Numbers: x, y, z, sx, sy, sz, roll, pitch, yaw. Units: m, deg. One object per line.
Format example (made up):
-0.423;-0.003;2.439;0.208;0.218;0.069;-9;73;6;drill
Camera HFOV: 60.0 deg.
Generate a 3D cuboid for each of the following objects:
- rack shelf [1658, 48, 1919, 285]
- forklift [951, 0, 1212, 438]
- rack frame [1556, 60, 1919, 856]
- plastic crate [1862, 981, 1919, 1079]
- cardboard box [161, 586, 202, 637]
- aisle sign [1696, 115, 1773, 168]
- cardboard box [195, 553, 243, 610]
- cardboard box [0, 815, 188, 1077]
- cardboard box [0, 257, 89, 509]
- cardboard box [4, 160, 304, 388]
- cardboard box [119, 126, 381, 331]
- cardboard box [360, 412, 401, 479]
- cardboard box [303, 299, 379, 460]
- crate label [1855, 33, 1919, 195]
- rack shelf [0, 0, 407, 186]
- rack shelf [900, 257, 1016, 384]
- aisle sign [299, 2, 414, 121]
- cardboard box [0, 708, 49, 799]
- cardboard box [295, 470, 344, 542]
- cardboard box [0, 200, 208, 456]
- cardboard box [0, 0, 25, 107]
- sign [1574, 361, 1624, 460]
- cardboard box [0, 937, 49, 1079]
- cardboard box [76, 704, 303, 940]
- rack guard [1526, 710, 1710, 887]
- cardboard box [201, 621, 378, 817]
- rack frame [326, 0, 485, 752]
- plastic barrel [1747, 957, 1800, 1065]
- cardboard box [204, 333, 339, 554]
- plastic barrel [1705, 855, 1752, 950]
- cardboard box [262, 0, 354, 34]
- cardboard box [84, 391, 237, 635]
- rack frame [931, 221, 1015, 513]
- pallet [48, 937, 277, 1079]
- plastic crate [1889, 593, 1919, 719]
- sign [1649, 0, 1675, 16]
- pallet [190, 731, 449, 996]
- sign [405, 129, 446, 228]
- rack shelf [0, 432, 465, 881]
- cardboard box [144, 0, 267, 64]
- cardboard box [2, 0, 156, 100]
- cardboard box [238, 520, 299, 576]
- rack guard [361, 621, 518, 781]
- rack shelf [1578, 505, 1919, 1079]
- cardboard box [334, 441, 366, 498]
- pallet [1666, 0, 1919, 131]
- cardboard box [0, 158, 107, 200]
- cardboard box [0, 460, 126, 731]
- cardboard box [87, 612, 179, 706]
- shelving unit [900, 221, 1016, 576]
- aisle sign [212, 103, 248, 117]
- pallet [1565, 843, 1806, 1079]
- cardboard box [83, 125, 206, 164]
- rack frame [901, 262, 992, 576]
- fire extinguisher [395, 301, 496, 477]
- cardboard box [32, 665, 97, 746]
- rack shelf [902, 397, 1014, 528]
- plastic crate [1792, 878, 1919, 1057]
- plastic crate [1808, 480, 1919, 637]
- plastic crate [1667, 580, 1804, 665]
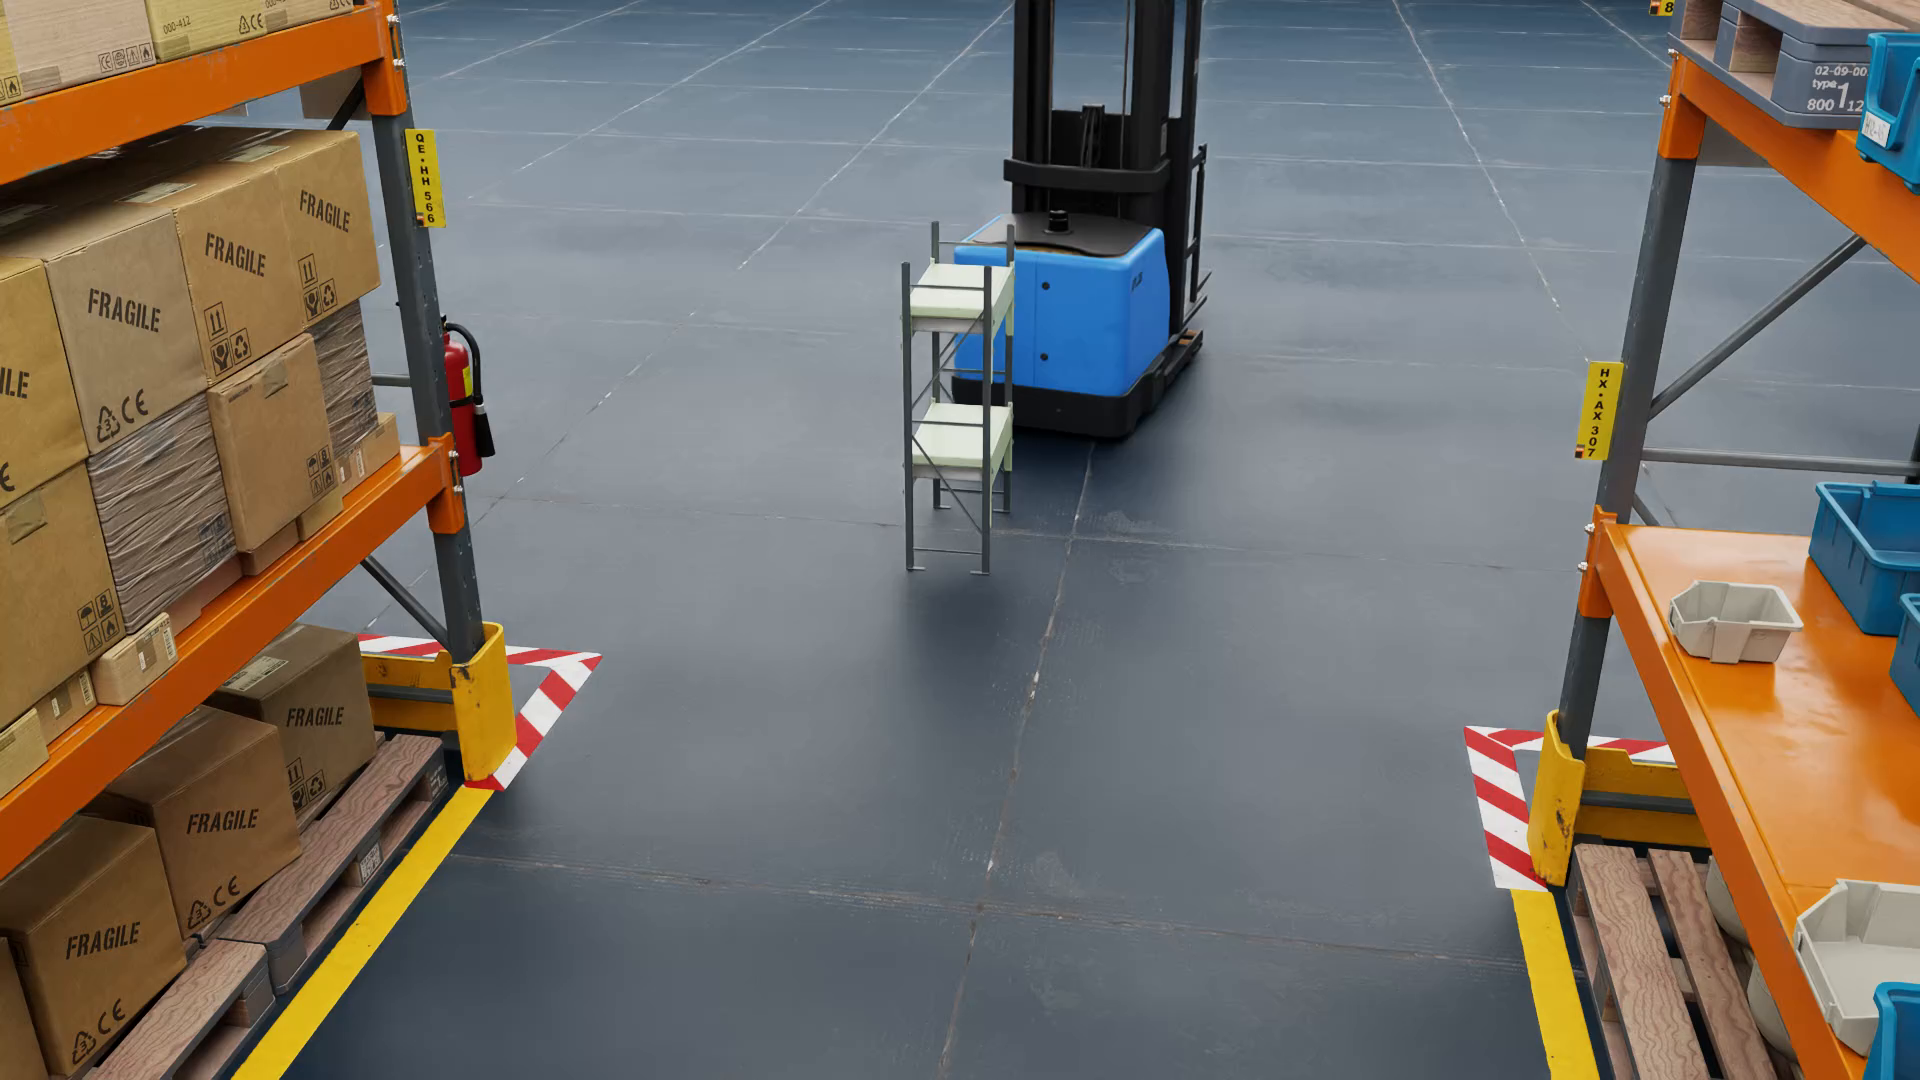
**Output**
2.233;-0.437;2.957;1.077;0.370;4.000;4;25;9;rack shelf
0.940;-2.500;10.134;1.130;2.935;3.031;9;27;18;forklift
2.560;-0.241;5.227;1.000;3.000;0.127;4;25;9;rack frame
1.820;1.017;2.714;0.499;0.251;0.616;4;25;9;plastic crate
-2.357;0.187;4.609;0.380;0.149;0.250;4;25;9;cardboard box
2.283;-1.469;4.784;0.394;0.787;0.004;4;25;9;aisle sign
-2.338;0.081;4.836;0.380;0.149;0.250;4;25;9;cardboard box
-2.630;1.130;4.750;0.500;0.500;0.500;6;26;13;cardboard box
-2.422;-0.343;3.796;0.500;0.500;0.500;4;25;9;cardboard box
-2.248;-0.761;4.688;0.500;0.500;0.500;4;25;9;cardboard box
-2.172;-0.970;5.136;0.500;0.500;0.500;4;25;9;cardboard box
-2.169;-0.337;5.728;0.380;0.149;0.250;4;25;9;cardboard box
-2.443;-0.536;5.389;0.875;0.500;0.500;4;25;9;cardboard box
1.928;-0.772;2.999;0.502;0.251;0.408;4;25;9;crate label
-2.653;-0.781;3.690;1.077;0.370;4.000;4;25;9;rack shelf
0.001;-1.036;7.773;0.431;0.370;0.720;4;25;9;rack shelf
-2.020;-1.767;5.420;0.394;0.787;0.004;4;25;9;aisle sign
-2.416;0.505;3.929;0.380;0.149;0.250;4;25;9;cardboard box
-2.201;-0.124;5.274;0.380;0.149;0.250;4;25;9;cardboard box
-2.332;-0.552;4.242;0.500;0.500;0.500;4;25;9;cardboard box
-2.402;-1.022;3.534;0.500;0.250;0.500;4;25;8;cardboard box
2.018;-0.406;5.254;0.100;0.325;0.005;4;25;9;sign
-2.765;1.361;4.258;0.500;0.500;0.500;2;25;4;cardboard box
-2.509;0.870;5.306;0.500;0.500;0.500;11;27;22;cardboard box
2.594;0.926;5.682;1.175;0.500;0.348;4;25;9;rack guard
-2.445;0.618;5.846;0.500;0.500;0.500;9;27;18;cardboard box
-2.326;-0.584;5.960;1.000;3.000;0.127;4;25;9;rack frame
2.446;1.186;4.618;0.421;0.512;0.421;0;25;0;plastic barrel
-2.406;-0.319;4.924;0.875;0.500;0.500;4;25;9;cardboard box
2.528;0.976;5.066;0.421;0.512;0.421;0;25;0;plastic barrel
-2.154;-1.656;4.888;0.500;0.250;0.500;5;25;10;cardboard box
-2.531;-0.113;4.484;0.875;0.500;0.500;4;25;9;cardboard box
0.061;-0.835;8.265;0.400;1.500;0.023;4;25;9;rack frame
-2.708;1.556;4.676;1.003;0.211;1.213;4;25;9;pallet
2.662;0.327;4.188;0.499;0.251;0.408;4;25;9;plastic crate
2.018;-1.644;4.675;0.100;0.325;0.005;4;25;9;sign
-2.506;1.048;5.763;1.003;0.211;1.213;4;25;9;pallet
-1.782;-1.205;5.548;0.100;0.325;0.005;4;25;9;sign
-2.653;0.578;4.326;1.077;0.370;4.000;4;25;9;rack shelf
-2.233;-1.447;4.441;0.500;0.250;0.500;4;25;9;cardboard box
-2.325;-1.233;3.984;0.500;0.250;0.500;5;25;10;cardboard box
-2.257;-0.021;5.053;0.380;0.149;0.250;4;25;9;cardboard box
-2.338;0.580;6.422;1.175;0.500;0.348;4;25;9;rack guard
2.233;0.921;3.592;1.077;0.370;4.000;4;25;9;rack shelf
-2.210;-0.233;5.505;0.380;0.149;0.250;4;25;9;cardboard box
2.329;-1.175;3.906;1.003;0.211;1.213;4;25;9;pallet
-2.773;-0.797;4.767;0.500;0.500;0.500;4;25;9;cardboard box
-2.624;0.096;4.039;0.875;0.500;0.500;4;25;9;cardboard box
-2.310;0.298;4.372;0.380;0.149;0.250;4;25;9;cardboard box
0.001;-0.682;7.938;0.431;1.500;0.755;4;25;9;shelving unit
-2.612;-1.808;5.509;0.394;0.787;0.004;4;25;9;aisle sign
2.456;1.396;5.018;1.003;0.211;1.213;4;25;9;pallet
-2.685;-1.006;5.213;0.500;0.500;0.500;4;25;9;cardboard box
-0.059;-0.529;7.611;0.400;1.500;0.023;4;25;9;rack frame
-1.853;-0.565;6.011;0.296;0.674;0.183;4;25;9;fire extinguisher
-2.420;0.397;4.159;0.380;0.149;0.250;4;25;9;cardboard box
0.001;-0.387;8.076;0.431;0.370;0.720;4;25;9;rack shelf
1.922;0.855;3.197;0.530;0.136;0.437;4;25;9;plastic crate
2.774;0.056;4.767;0.499;0.251;0.616;4;25;9;plastic crate
2.097;0.230;4.531;0.298;0.136;0.250;4;25;9;plastic crate
